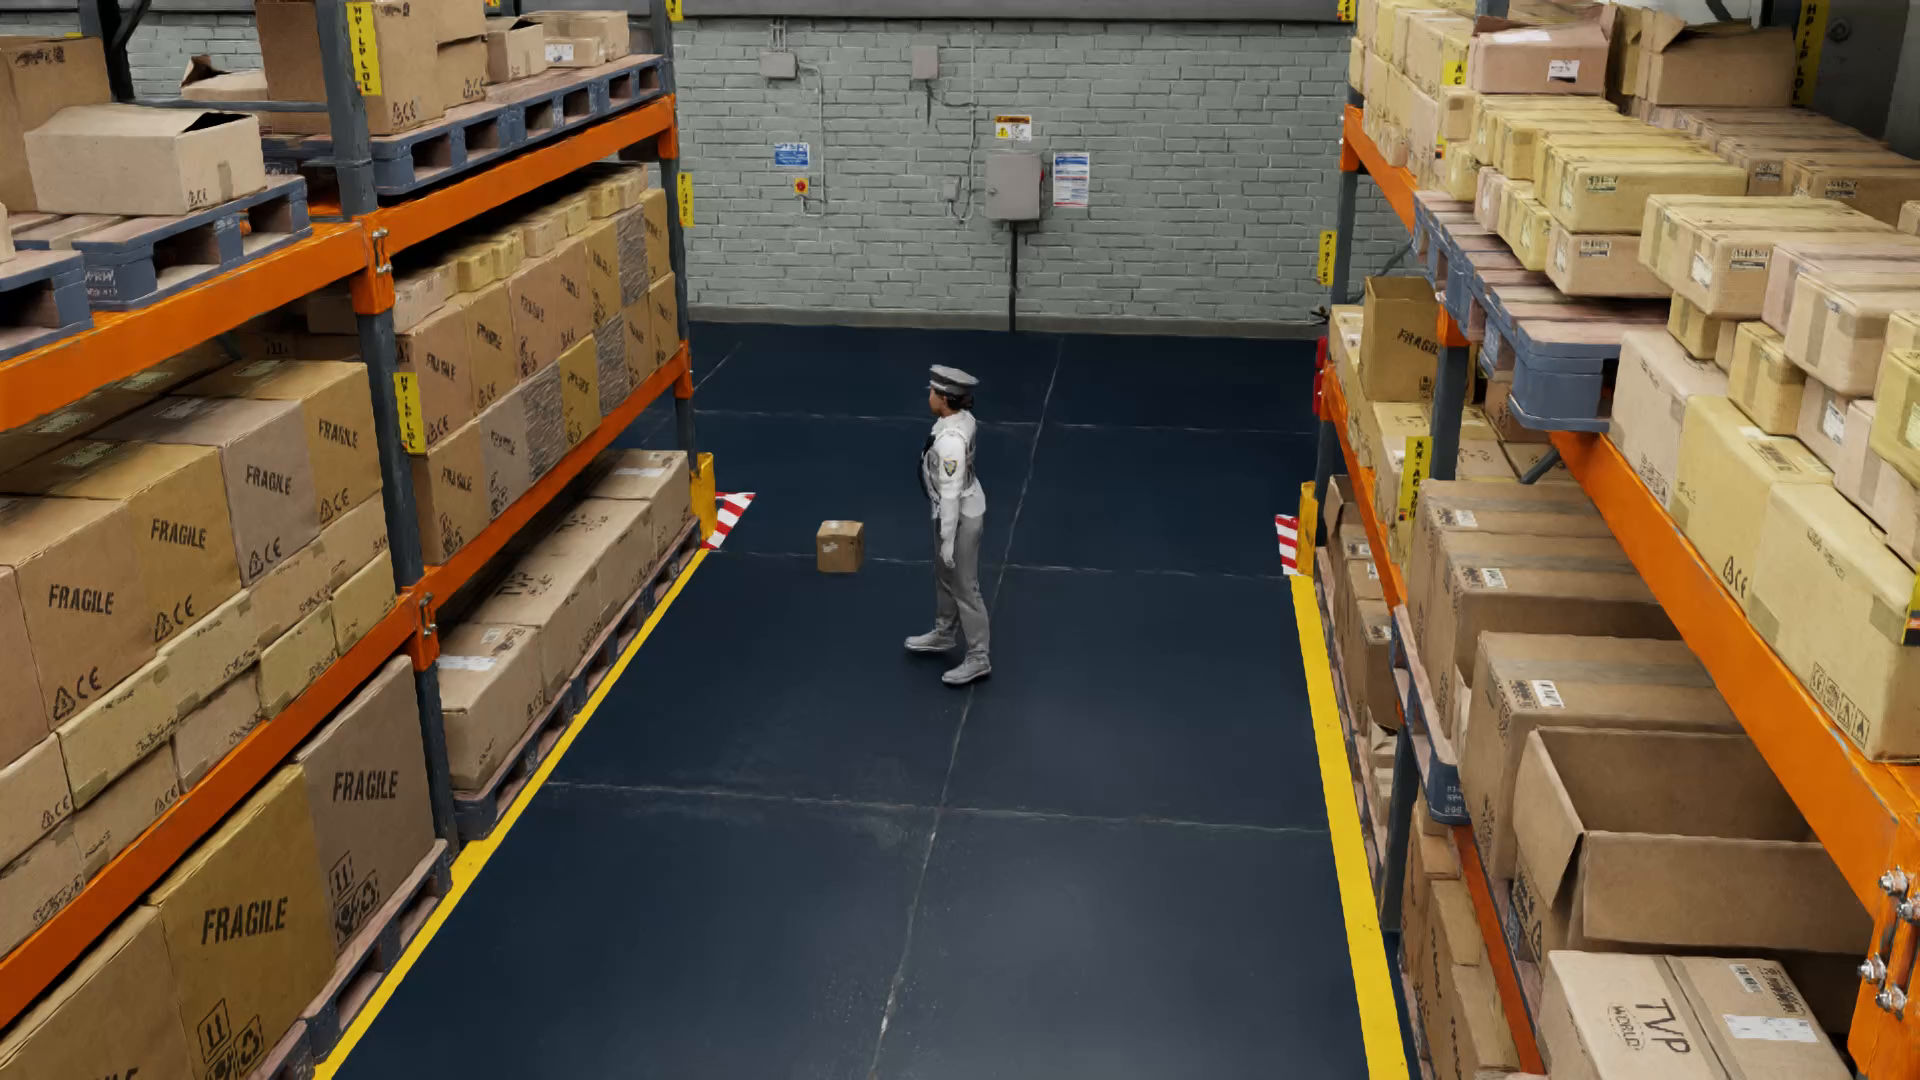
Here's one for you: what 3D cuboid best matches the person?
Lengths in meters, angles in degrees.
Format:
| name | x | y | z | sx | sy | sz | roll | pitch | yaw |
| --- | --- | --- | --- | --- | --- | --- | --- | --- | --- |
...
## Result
| name | x | y | z | sx | sy | sz | roll | pitch | yaw |
| --- | --- | --- | --- | --- | --- | --- | --- | --- | --- |
| person | -0.073 | -0.116 | 8.787 | 0.482 | 1.679 | 0.648 | 1 | 21 | 3 |
